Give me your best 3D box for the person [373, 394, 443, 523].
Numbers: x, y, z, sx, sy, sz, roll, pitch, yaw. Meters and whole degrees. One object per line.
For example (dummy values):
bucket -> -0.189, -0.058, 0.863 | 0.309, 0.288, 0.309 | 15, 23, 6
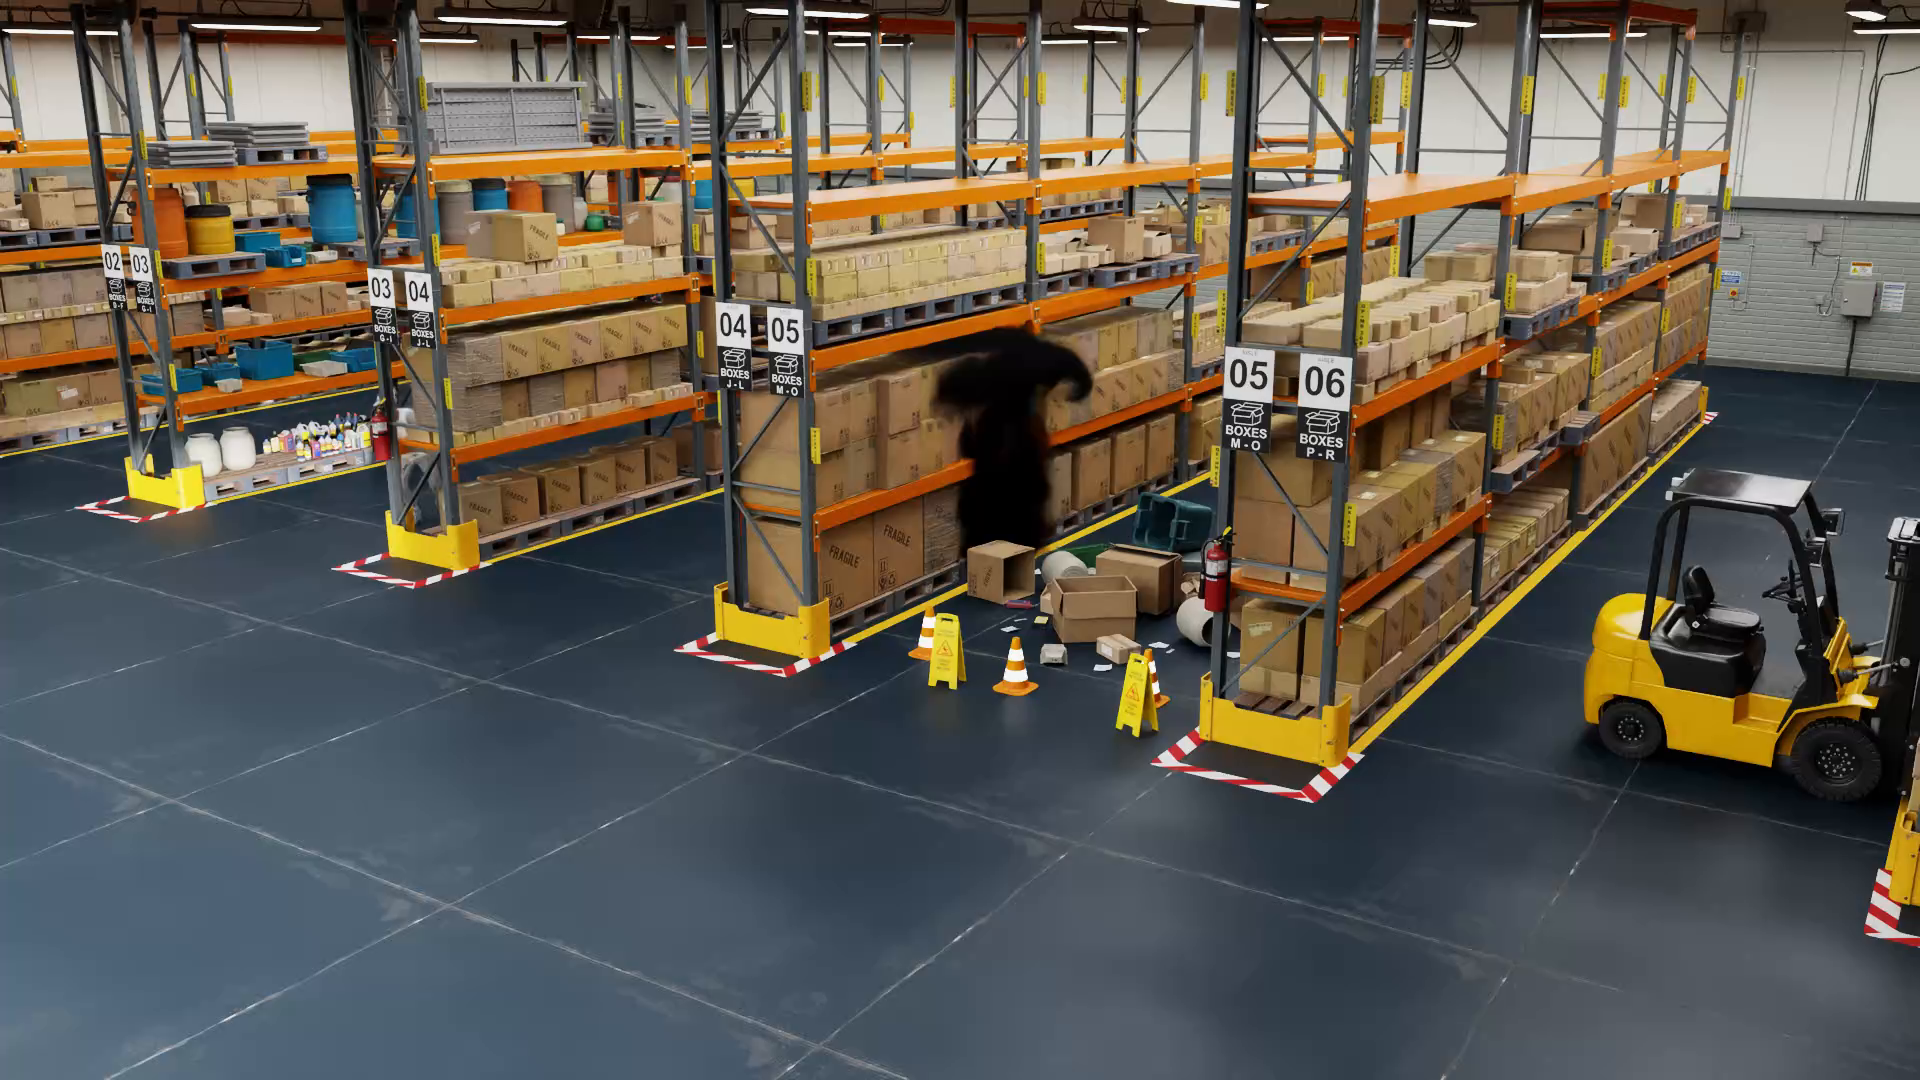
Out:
person -> -6.511, -1.000, 19.815 | 0.737, 1.642, 0.852 | 2, 16, 8
